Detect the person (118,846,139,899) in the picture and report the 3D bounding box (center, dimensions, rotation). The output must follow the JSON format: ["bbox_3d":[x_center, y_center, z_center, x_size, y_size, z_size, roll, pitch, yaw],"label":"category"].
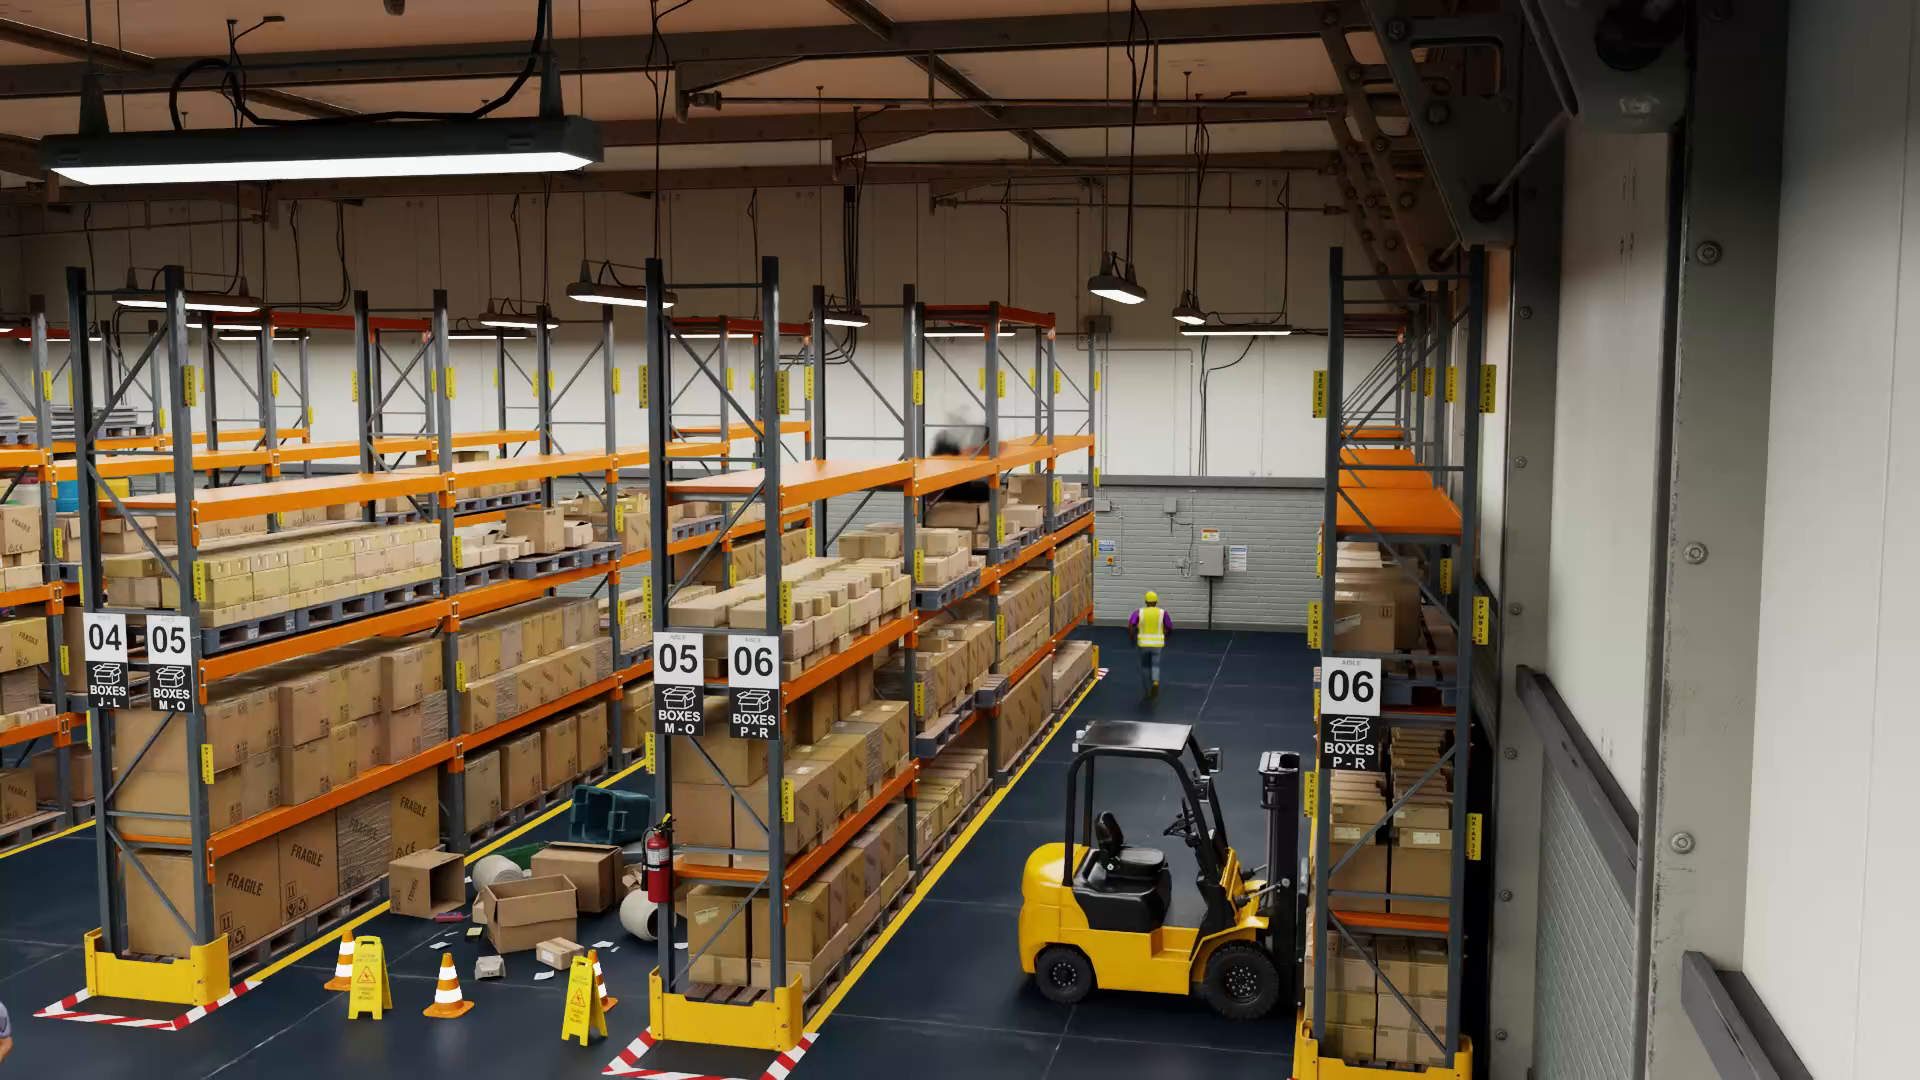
[{"bbox_3d":[-7.680,2.774,15.433,0.583,1.644,0.702,0,6,4],"label":"person"}]

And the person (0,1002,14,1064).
[{"bbox_3d":[-6.032,3.341,10.041,0.576,1.614,0.712,-4,7,-33],"label":"person"}]

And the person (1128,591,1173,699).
[{"bbox_3d":[2.981,1.672,26.057,0.689,1.733,0.832,1,6,8],"label":"person"}]
